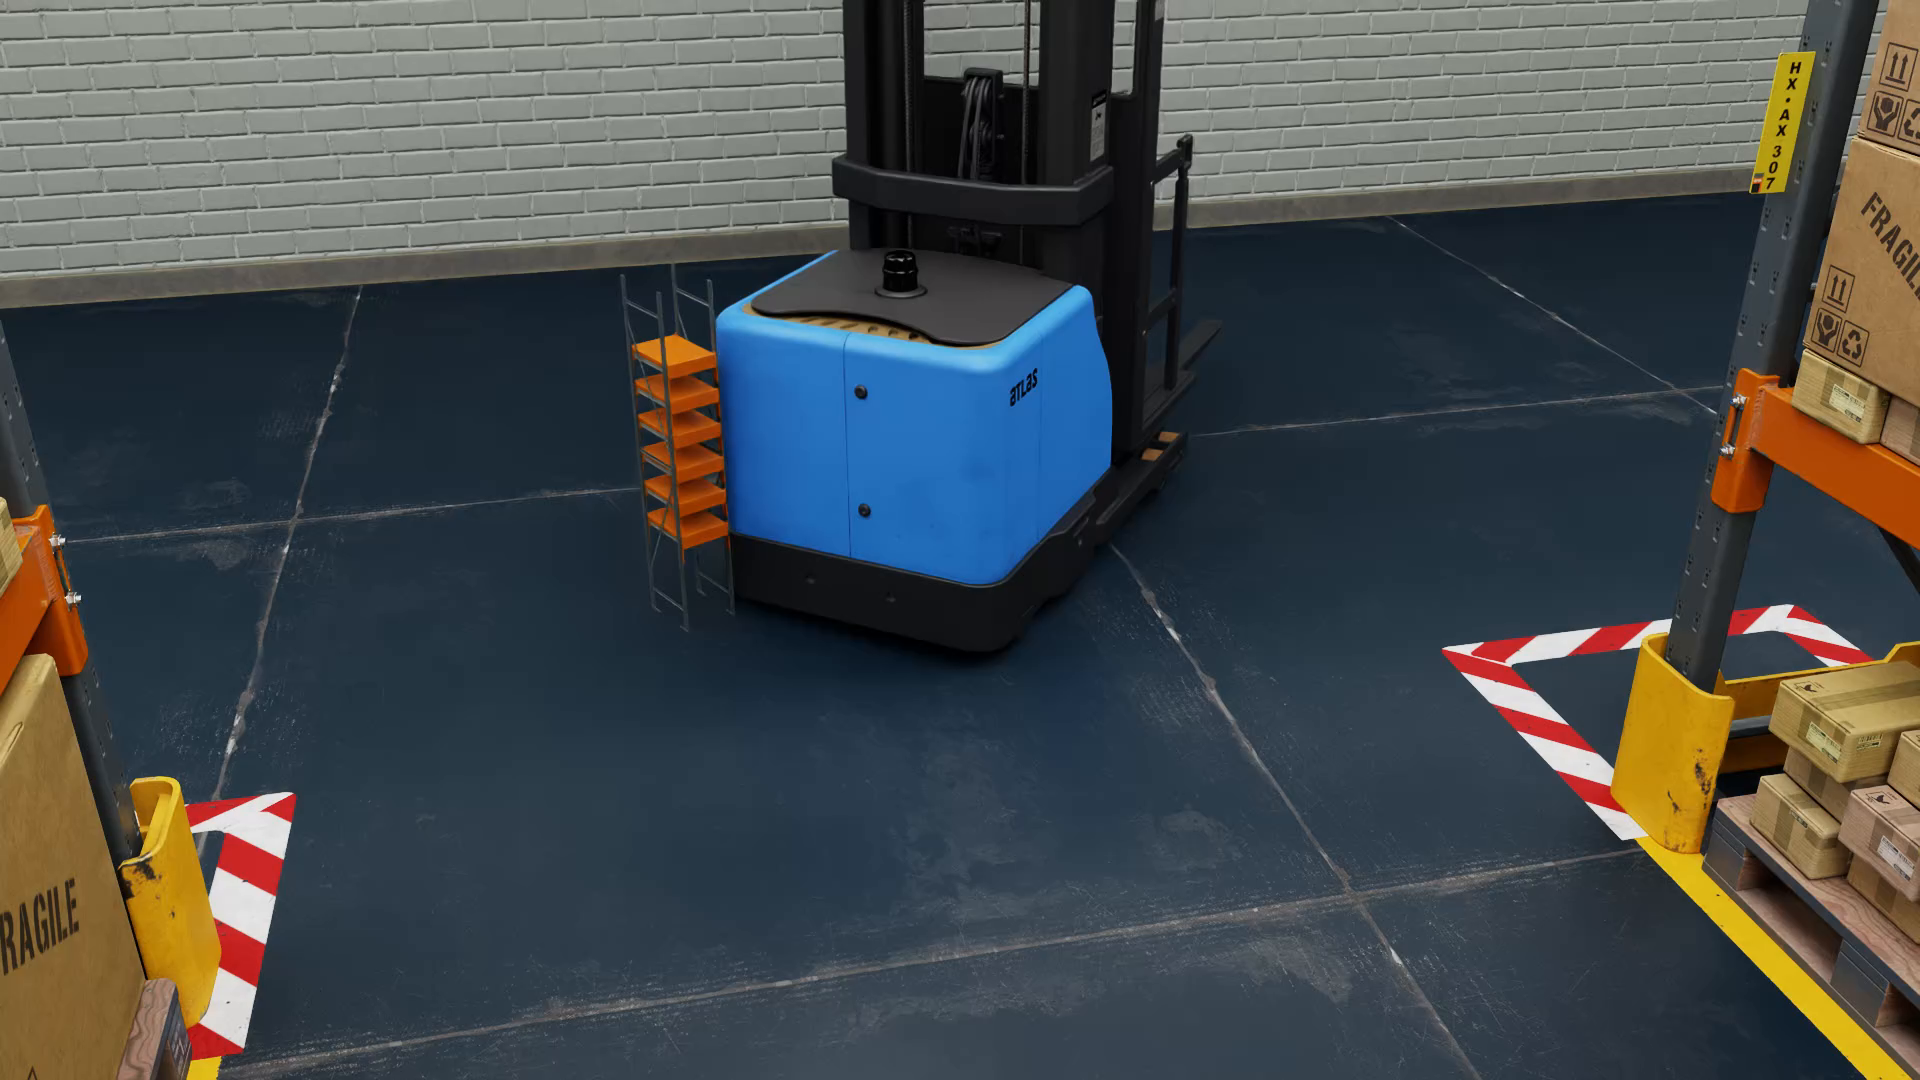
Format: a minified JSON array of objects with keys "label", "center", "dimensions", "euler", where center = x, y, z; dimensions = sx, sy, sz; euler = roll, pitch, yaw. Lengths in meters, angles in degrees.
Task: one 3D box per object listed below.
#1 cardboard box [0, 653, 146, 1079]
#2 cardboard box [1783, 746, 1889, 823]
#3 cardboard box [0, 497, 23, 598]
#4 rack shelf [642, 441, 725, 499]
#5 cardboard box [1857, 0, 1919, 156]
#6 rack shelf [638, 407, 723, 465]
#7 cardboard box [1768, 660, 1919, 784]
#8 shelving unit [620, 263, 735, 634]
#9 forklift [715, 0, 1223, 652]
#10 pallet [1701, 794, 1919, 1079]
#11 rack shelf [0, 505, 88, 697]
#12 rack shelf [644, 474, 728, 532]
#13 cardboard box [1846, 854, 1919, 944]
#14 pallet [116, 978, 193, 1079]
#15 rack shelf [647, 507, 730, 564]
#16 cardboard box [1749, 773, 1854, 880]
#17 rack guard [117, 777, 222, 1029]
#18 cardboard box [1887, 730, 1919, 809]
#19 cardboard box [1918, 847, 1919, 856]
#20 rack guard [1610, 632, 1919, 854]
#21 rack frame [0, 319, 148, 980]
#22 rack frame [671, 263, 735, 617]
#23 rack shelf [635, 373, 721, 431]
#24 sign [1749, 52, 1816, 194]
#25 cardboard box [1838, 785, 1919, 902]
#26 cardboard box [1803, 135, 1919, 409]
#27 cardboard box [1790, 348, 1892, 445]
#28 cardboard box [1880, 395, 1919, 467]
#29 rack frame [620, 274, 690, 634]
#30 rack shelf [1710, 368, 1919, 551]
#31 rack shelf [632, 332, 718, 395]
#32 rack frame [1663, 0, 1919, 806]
[{"label":"cardboard box","center":[-2.179,0.851,3.126],"dimensions":[0.875,0.875,0.875],"euler":[-6,27,-12]},{"label":"cardboard box","center":[2.322,0.567,4.166],"dimensions":[0.380,0.149,0.250],"euler":[-5,27,-9]},{"label":"cardboard box","center":[-2.000,0.052,3.096],"dimensions":[0.380,0.149,0.250],"euler":[-5,27,-11]},{"label":"rack shelf","center":[-0.923,-0.248,5.508],"dimensions":[0.180,0.103,0.258],"euler":[-20,33,-35]},{"label":"cardboard box","center":[2.296,-1.042,3.434],"dimensions":[0.500,0.500,0.500],"euler":[-6,27,-12]},{"label":"rack shelf","center":[-0.923,-0.355,5.454],"dimensions":[0.180,0.103,0.258],"euler":[-20,33,-35]},{"label":"cardboard box","center":[2.241,0.442,4.082],"dimensions":[0.380,0.149,0.250],"euler":[-7,28,-14]},{"label":"shelving unit","center":[-0.923,-0.287,5.488],"dimensions":[0.189,1.200,0.258],"euler":[-20,33,-35]},{"label":"forklift","center":[0.282,-1.583,6.134],"dimensions":[1.130,2.935,3.031],"euler":[12,29,22]},{"label":"pallet","center":[2.619,0.997,4.041],"dimensions":[1.003,0.211,1.213],"euler":[-6,27,-12]},{"label":"rack shelf","center":[-1.951,1.017,1.705],"dimensions":[1.077,0.370,4.000],"euler":[-6,27,-12]},{"label":"rack shelf","center":[-0.923,-0.140,5.562],"dimensions":[0.180,0.103,0.258],"euler":[-20,33,-35]},{"label":"cardboard box","center":[2.399,0.812,4.009],"dimensions":[0.380,0.149,0.250],"euler":[-6,27,-12]},{"label":"pallet","center":[-2.145,1.405,3.231],"dimensions":[1.003,0.211,1.213],"euler":[-6,27,-12]},{"label":"rack shelf","center":[-0.923,-0.033,5.616],"dimensions":[0.180,0.103,0.258],"euler":[-20,33,-35]},{"label":"cardboard box","center":[2.260,0.706,4.220],"dimensions":[0.380,0.149,0.250],"euler":[-5,27,-11]},{"label":"rack guard","center":[-2.407,0.923,3.867],"dimensions":[1.175,0.500,0.348],"euler":[-6,27,-12]},{"label":"cardboard box","center":[2.420,0.551,3.867],"dimensions":[0.380,0.149,0.250],"euler":[-5,27,-11]},{"label":"cardboard box","center":[2.352,0.675,3.622],"dimensions":[0.380,0.149,0.250],"euler":[-6,27,-12]},{"label":"rack guard","center":[2.471,0.507,4.690],"dimensions":[1.175,0.500,0.348],"euler":[-6,27,-12]},{"label":"rack frame","center":[-2.401,-0.183,3.283],"dimensions":[1.000,3.000,0.127],"euler":[-6,27,-12]},{"label":"rack frame","center":[-0.852,-0.314,5.540],"dimensions":[0.006,1.200,0.240],"euler":[-20,33,-35]},{"label":"rack shelf","center":[-0.923,-0.462,5.399],"dimensions":[0.180,0.103,0.258],"euler":[-20,33,-35]},{"label":"sign","center":[1.925,-0.973,3.888],"dimensions":[0.100,0.325,0.005],"euler":[-6,27,-12]},{"label":"cardboard box","center":[2.328,0.693,3.917],"dimensions":[0.380,0.149,0.250],"euler":[-6,27,-12]},{"label":"cardboard box","center":[2.286,-0.594,3.657],"dimensions":[0.500,0.500,0.500],"euler":[-5,27,-9]},{"label":"cardboard box","center":[2.207,-0.354,3.902],"dimensions":[0.380,0.149,0.250],"euler":[-6,27,-12]},{"label":"cardboard box","center":[2.305,-0.247,3.689],"dimensions":[0.380,0.149,0.250],"euler":[-5,27,-10]},{"label":"rack frame","center":[-0.993,-0.261,5.435],"dimensions":[0.006,1.200,0.240],"euler":[-20,33,-35]},{"label":"rack shelf","center":[2.904,0.557,2.615],"dimensions":[1.077,0.370,4.000],"euler":[-6,27,-12]},{"label":"rack shelf","center":[-0.923,-0.569,5.345],"dimensions":[0.180,0.103,0.258],"euler":[-20,33,-35]},{"label":"rack frame","center":[2.454,-0.642,4.193],"dimensions":[1.000,3.000,0.127],"euler":[-6,27,-12]}]
